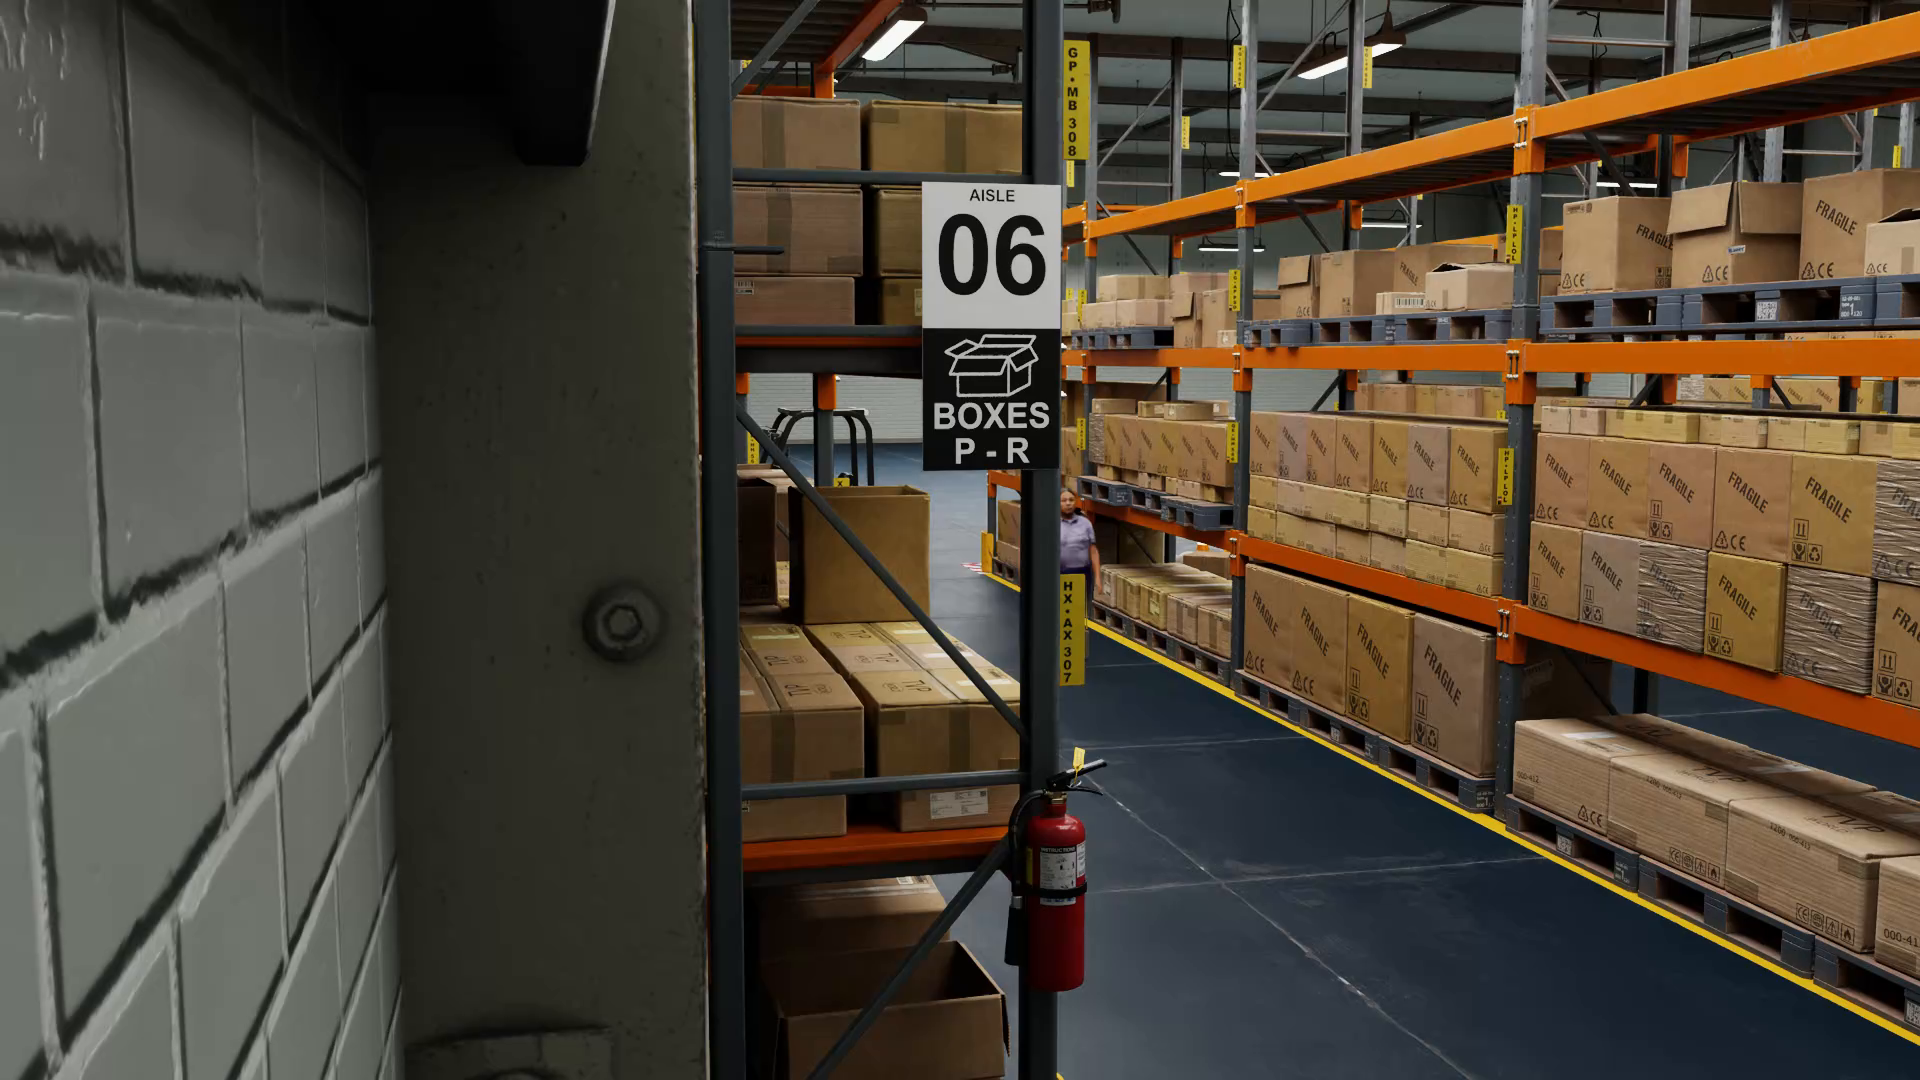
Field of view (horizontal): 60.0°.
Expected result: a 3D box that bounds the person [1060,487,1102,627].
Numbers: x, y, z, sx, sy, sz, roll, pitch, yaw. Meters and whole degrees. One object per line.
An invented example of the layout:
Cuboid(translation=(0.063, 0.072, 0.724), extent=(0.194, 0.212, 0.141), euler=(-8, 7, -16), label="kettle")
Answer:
Cuboid(translation=(0.942, 0.346, 14.246), extent=(0.484, 1.598, 0.977), euler=(-1, 6, -13), label="person")
